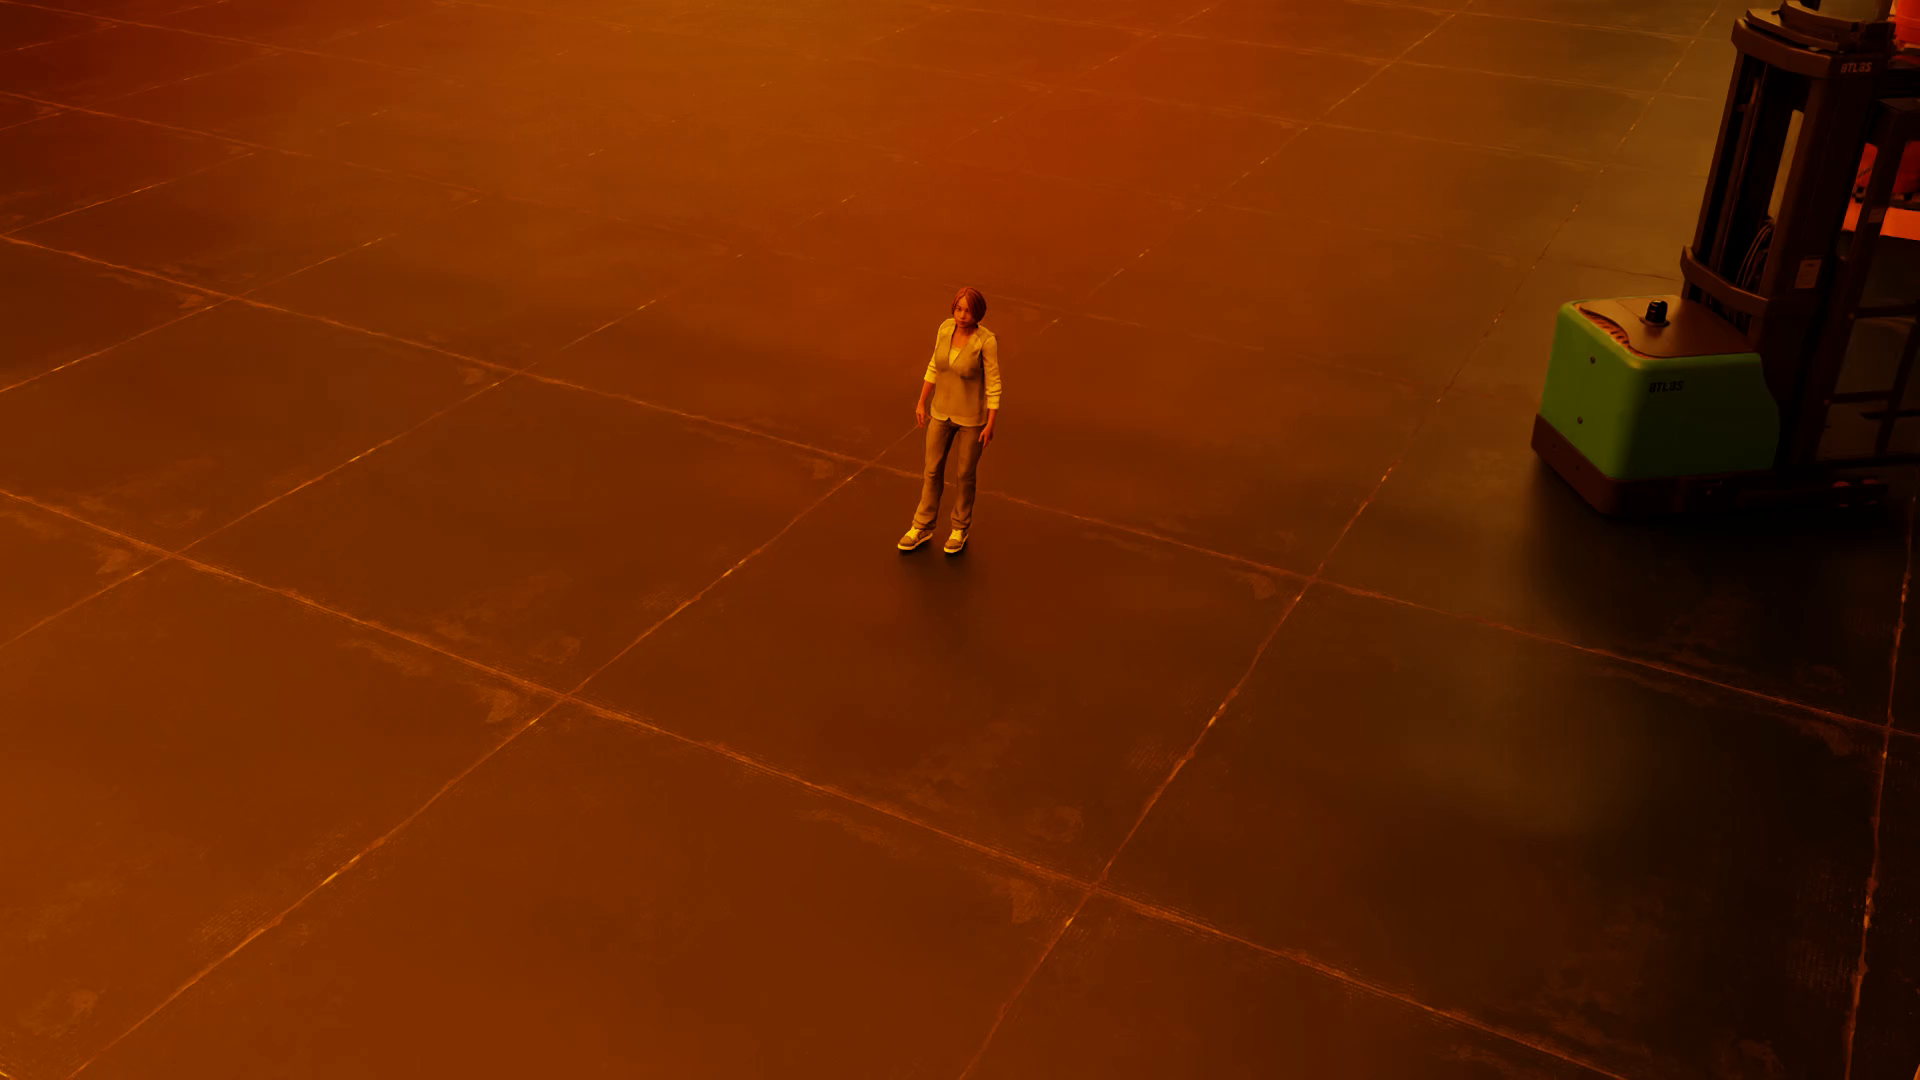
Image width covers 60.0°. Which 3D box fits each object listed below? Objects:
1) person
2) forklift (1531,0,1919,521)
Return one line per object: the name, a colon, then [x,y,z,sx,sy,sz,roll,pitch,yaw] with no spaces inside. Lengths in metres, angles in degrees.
person: [-0.049,-0.669,9.549,0.520,1.599,0.473,15,33,25]
forklift: [5.314,-1.725,10.059,3.031,2.935,1.130,-5,30,-8]
